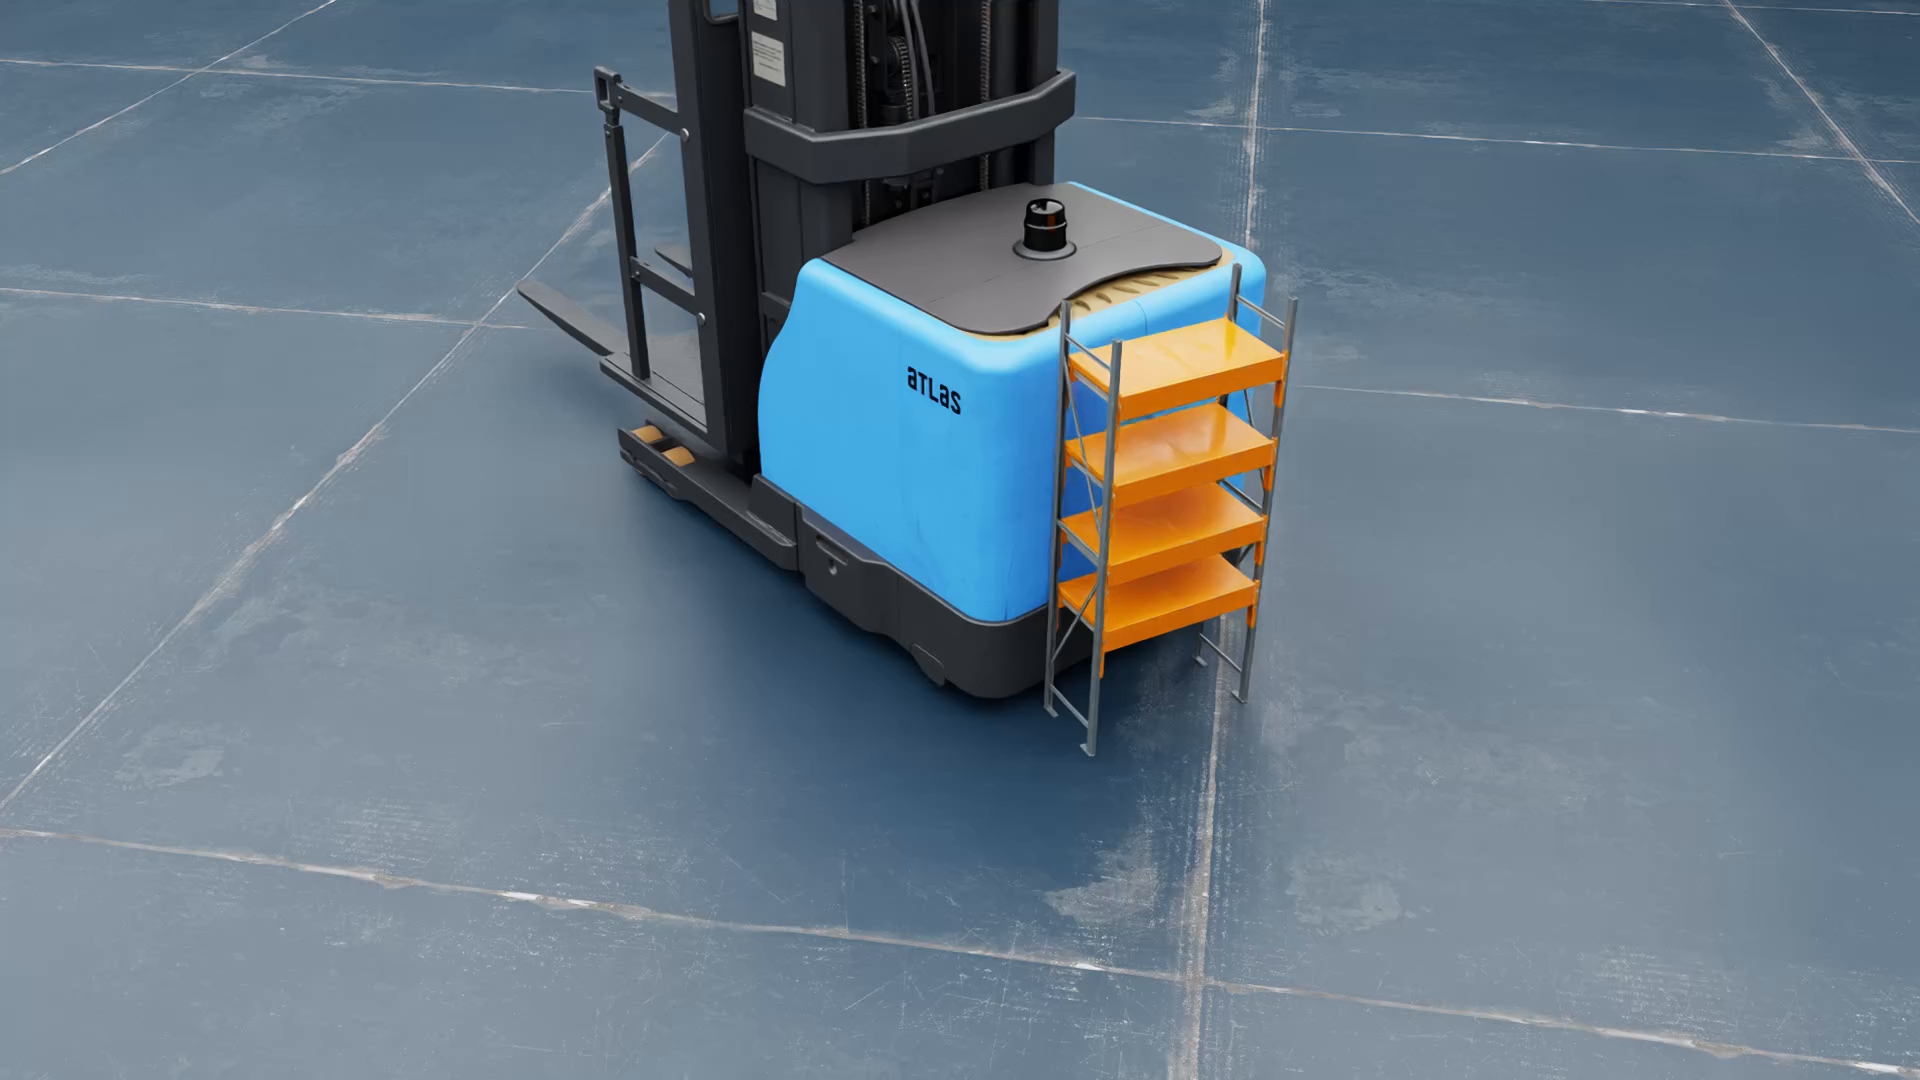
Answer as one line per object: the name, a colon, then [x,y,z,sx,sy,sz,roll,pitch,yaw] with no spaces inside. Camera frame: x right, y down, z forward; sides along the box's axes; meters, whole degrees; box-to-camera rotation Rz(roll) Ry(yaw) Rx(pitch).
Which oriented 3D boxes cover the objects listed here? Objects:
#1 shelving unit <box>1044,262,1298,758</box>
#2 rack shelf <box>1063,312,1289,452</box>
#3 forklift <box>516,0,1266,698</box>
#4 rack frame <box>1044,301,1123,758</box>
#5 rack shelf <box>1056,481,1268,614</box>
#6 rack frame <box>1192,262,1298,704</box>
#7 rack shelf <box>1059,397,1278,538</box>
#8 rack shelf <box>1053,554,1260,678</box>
shelving unit: [0.510,-0.055,4.203,0.503,1.200,0.258,-16,36,-24]
rack shelf: [0.512,-0.385,3.990,0.480,0.148,0.258,-16,36,-24]
forklift: [-0.489,-1.531,4.933,1.130,2.935,3.031,-24,39,-33]
rack frame: [0.295,0.006,4.106,0.015,1.200,0.240,-16,36,-24]
rack shelf: [0.509,0.001,4.240,0.480,0.148,0.258,-16,36,-24]
rack frame: [0.725,-0.116,4.301,0.015,1.200,0.240,-16,36,-24]
rack shelf: [0.511,-0.187,4.119,0.480,0.148,0.258,-16,36,-24]
rack shelf: [0.508,0.168,4.347,0.480,0.148,0.258,-16,36,-24]
